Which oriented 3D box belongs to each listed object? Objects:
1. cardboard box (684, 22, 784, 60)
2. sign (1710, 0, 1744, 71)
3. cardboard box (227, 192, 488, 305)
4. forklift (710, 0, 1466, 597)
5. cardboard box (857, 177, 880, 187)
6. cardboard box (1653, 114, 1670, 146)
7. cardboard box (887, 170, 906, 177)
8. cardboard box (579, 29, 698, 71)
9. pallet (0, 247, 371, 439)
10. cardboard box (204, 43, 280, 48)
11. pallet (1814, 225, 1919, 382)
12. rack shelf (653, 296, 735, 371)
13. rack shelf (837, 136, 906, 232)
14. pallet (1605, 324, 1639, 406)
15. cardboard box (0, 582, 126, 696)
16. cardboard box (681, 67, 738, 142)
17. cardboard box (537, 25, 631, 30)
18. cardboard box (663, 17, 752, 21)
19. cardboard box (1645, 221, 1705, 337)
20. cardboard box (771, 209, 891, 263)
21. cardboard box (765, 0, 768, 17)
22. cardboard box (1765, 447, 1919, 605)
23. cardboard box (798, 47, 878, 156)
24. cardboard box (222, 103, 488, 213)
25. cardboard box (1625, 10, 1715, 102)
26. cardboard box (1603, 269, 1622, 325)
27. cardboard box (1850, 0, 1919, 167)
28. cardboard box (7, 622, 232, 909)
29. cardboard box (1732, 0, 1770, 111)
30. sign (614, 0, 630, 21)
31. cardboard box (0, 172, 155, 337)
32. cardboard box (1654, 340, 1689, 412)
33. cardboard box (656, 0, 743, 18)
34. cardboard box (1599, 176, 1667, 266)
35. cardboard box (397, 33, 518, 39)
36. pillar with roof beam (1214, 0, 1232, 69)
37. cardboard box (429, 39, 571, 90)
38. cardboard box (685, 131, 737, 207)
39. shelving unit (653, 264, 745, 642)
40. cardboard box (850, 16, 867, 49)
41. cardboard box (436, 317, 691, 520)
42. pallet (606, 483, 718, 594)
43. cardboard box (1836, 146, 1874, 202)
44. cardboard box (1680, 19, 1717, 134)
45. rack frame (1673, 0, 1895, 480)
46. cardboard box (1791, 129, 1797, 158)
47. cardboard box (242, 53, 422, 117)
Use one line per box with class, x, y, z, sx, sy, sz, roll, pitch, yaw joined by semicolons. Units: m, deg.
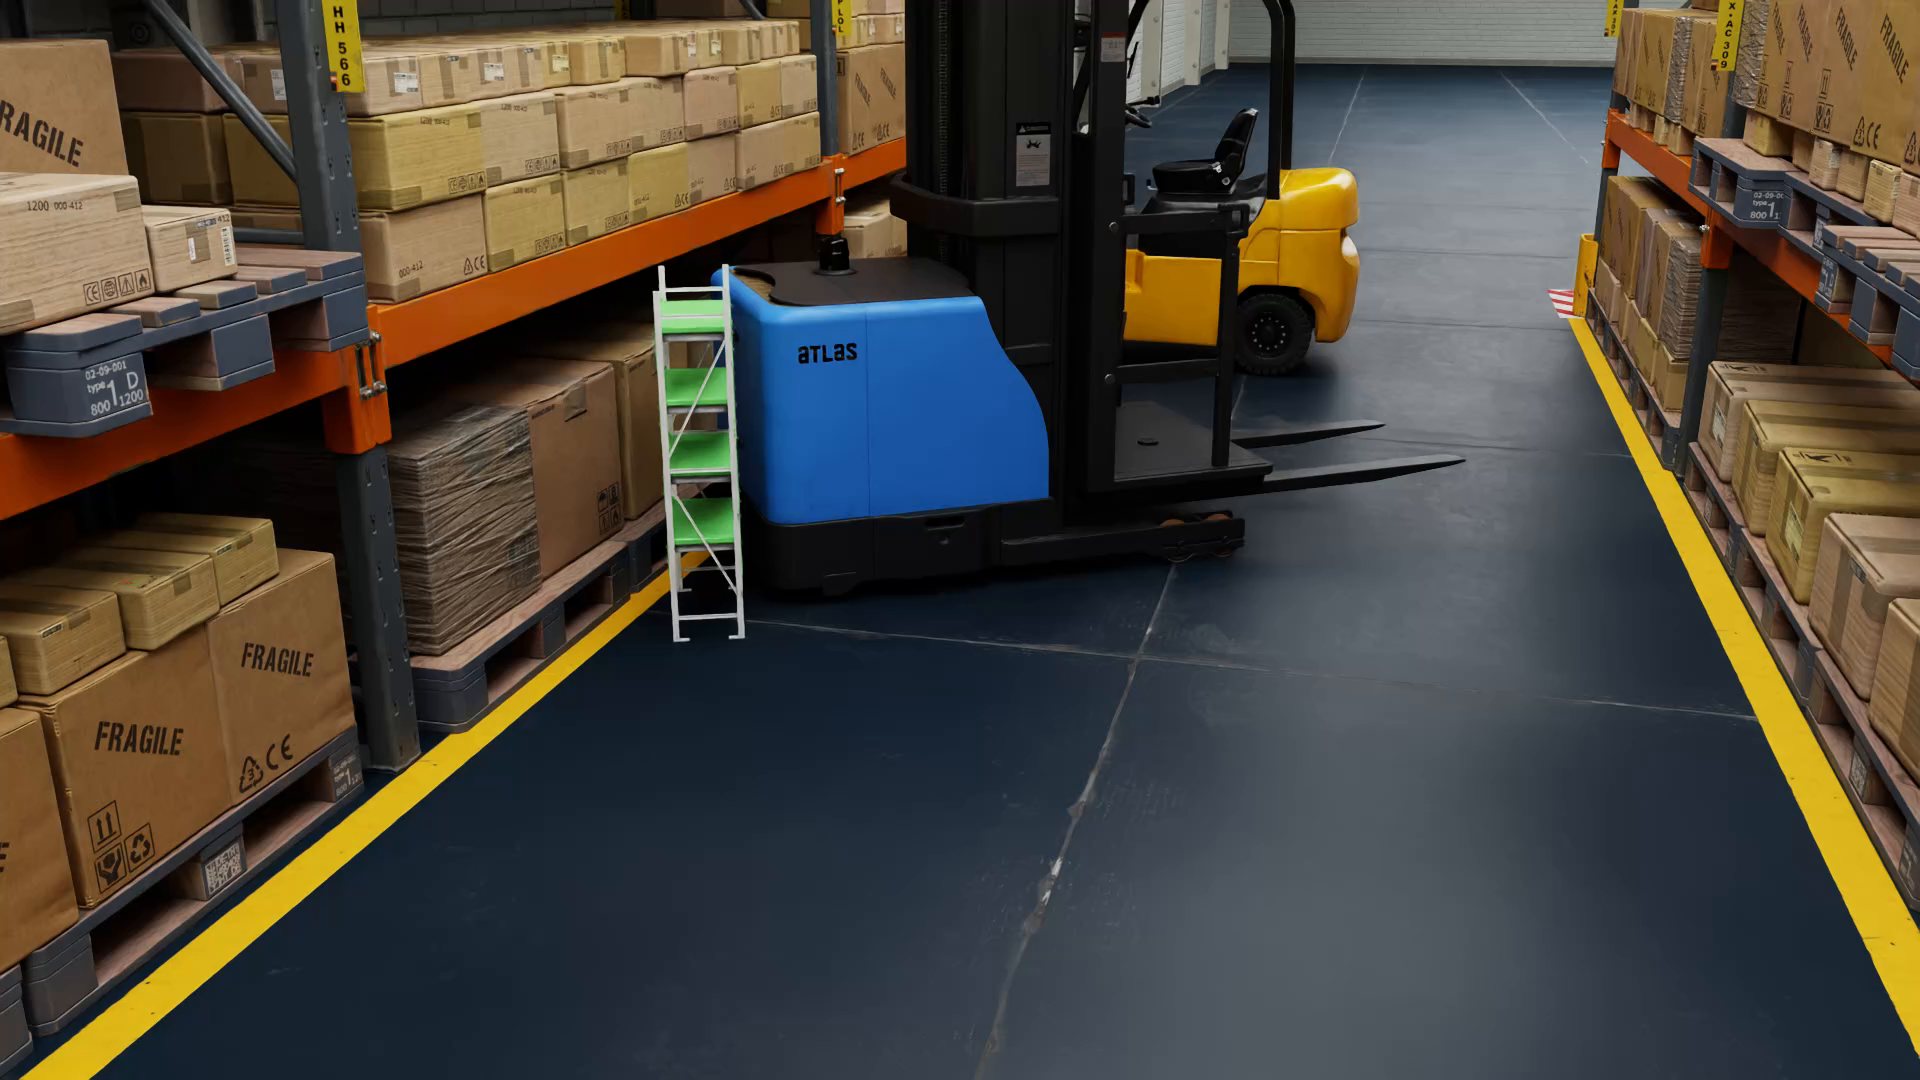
cardboard box;-1.001;-2.209;7.357;0.380;0.149;0.250;4;19;13
sign;3.198;-2.121;6.918;0.100;0.325;0.005;5;19;13
cardboard box;-1.720;-0.857;4.788;0.500;0.250;0.500;5;19;14
forklift;0.588;-1.453;6.408;3.031;2.935;1.130;-6;20;-18
cardboard box;-0.794;-2.078;10.188;0.500;0.250;0.500;4;19;12
cardboard box;3.874;-2.157;8.751;0.380;0.149;0.250;5;19;14
cardboard box;-0.153;-2.198;10.540;0.500;0.250;0.500;5;19;14
cardboard box;-1.239;-1.889;6.419;0.380;0.149;0.250;5;19;14
pallet;-2.163;-0.500;3.806;1.213;0.211;1.003;5;19;13
cardboard box;-2.104;-1.448;5.127;0.380;0.149;0.250;5;19;13
pallet;2.820;-0.558;3.979;1.213;0.211;1.003;5;19;13
rack shelf;-0.891;-0.700;5.593;0.258;0.148;0.480;-3;19;-7
rack shelf;-0.599;-2.348;10.036;1.077;0.370;4.000;5;19;13
pallet;4.152;-0.949;9.138;1.003;0.211;1.213;5;19;13
cardboard box;-2.084;0.211;3.644;0.380;0.149;0.250;4;19;12
cardboard box;-1.209;-1.732;6.576;0.500;0.250;0.500;5;19;14
cardboard box;-1.602;-2.083;6.988;0.380;0.149;0.250;4;19;13
cardboard box;-1.258;-2.537;8.317;0.380;0.149;0.250;5;19;13
cardboard box;3.733;-1.290;8.267;0.500;0.500;0.500;5;19;14
cardboard box;-0.665;-1.560;8.670;0.500;0.250;0.500;4;19;13
cardboard box;-0.763;-2.724;8.404;0.380;0.149;0.250;5;19;14
cardboard box;3.260;-0.018;5.516;0.950;0.372;0.625;5;20;15
cardboard box;-0.726;-2.228;8.415;0.500;0.500;0.500;4;19;12
cardboard box;-1.695;-1.092;4.702;0.500;0.250;0.500;5;19;13
cardboard box;4.196;-2.824;9.699;0.500;0.500;0.500;5;20;15
cardboard box;4.106;-1.432;9.844;0.500;0.250;0.500;5;20;15
cardboard box;2.828;-1.290;4.559;0.500;0.500;0.500;3;19;10
cardboard box;-2.092;0.481;3.855;0.500;0.500;0.500;4;19;13
cardboard box;3.334;-1.934;6.444;0.500;0.500;0.500;5;20;15
sign;-1.626;-2.553;8.058;0.100;0.325;0.005;5;19;13
cardboard box;-2.009;-0.580;3.327;0.500;0.250;0.500;4;19;11
cardboard box;3.610;-0.775;7.921;0.500;0.250;0.500;6;20;16
cardboard box;-1.303;-2.681;8.278;0.380;0.149;0.250;5;19;14
cardboard box;4.233;-1.939;10.167;0.500;0.500;0.500;4;19;12
cardboard box;-1.825;-1.763;6.051;0.380;0.149;0.250;5;20;15
pillar with roof beam;10.350;-15.071;36.888;9.100;9.000;0.400;5;19;13
cardboard box;-1.516;-1.570;5.484;0.380;0.149;0.250;5;19;14
cardboard box;-1.226;-1.501;6.674;0.500;0.250;0.500;5;19;14
shelving unit;-0.891;-0.306;5.727;0.258;1.200;0.503;-3;19;-7
cardboard box;-0.693;-2.577;8.433;0.380;0.149;0.250;5;20;15
cardboard box;-1.583;-0.494;6.518;0.875;0.625;0.625;4;19;11
pallet;-1.526;-0.125;6.727;1.003;0.211;1.213;5;19;13
cardboard box;2.903;-1.111;5.037;0.380;0.149;0.250;4;19;12
cardboard box;3.713;-2.180;7.815;0.500;0.500;0.500;5;20;15
rack frame;3.726;-1.671;6.940;1.000;3.000;0.127;5;19;13
cardboard box;3.220;-1.430;5.973;0.380;0.149;0.250;6;20;17
cardboard box;-1.702;-1.239;4.517;0.380;0.149;0.250;5;20;15
